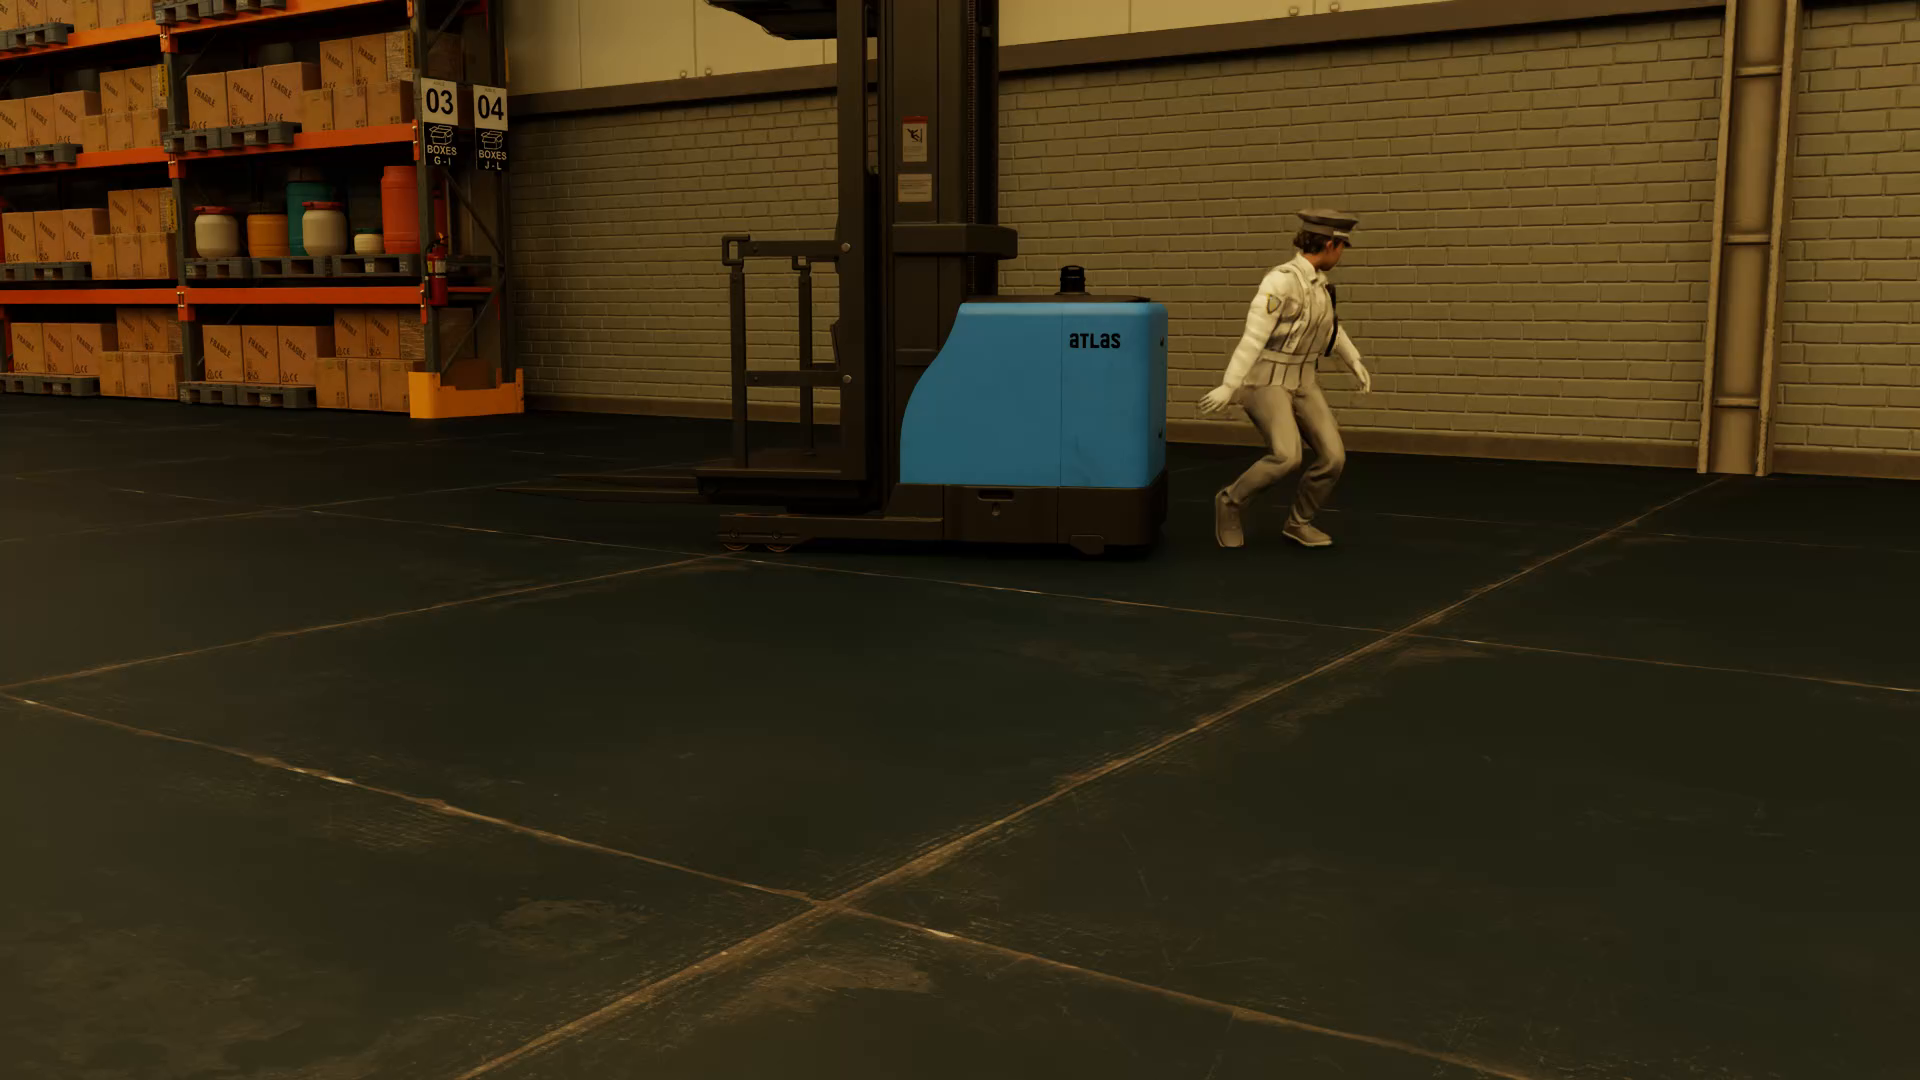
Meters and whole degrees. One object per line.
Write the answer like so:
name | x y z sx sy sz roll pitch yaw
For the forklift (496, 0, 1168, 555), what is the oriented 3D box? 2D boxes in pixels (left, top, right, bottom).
forklift | -0.596 -1.469 7.520 3.031 2.935 1.130 2 8 12

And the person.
person | 1.406 -0.671 7.237 0.884 1.491 0.534 -7 11 -39
